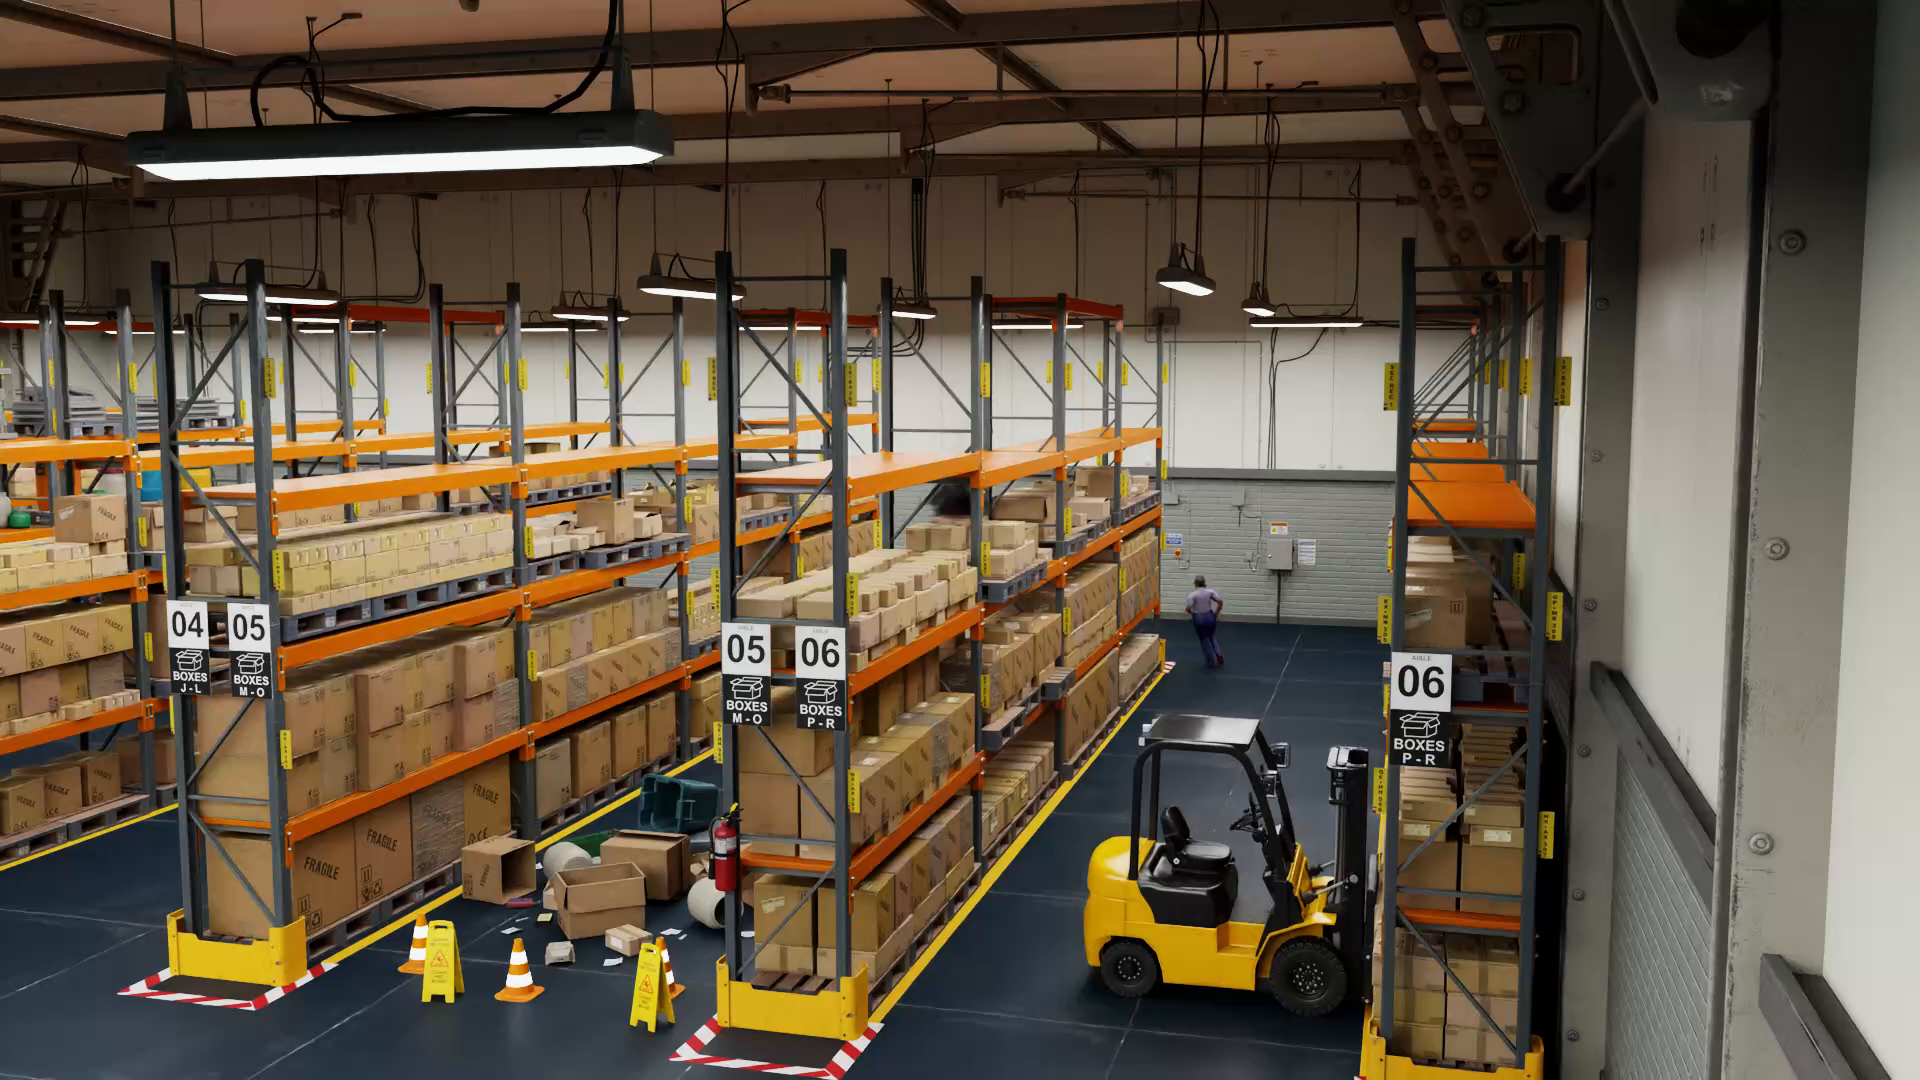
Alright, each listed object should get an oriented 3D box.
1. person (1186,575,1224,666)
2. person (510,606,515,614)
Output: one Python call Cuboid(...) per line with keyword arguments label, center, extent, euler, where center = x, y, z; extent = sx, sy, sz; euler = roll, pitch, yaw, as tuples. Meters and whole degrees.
Cuboid(label="person", center=(4.190, 1.376, 28.476), extent=(0.729, 1.595, 0.536), euler=(-1, 6, -6))
Cuboid(label="person", center=(-6.450, 1.759, 24.496), extent=(0.565, 1.665, 0.827), euler=(1, 6, 6))
